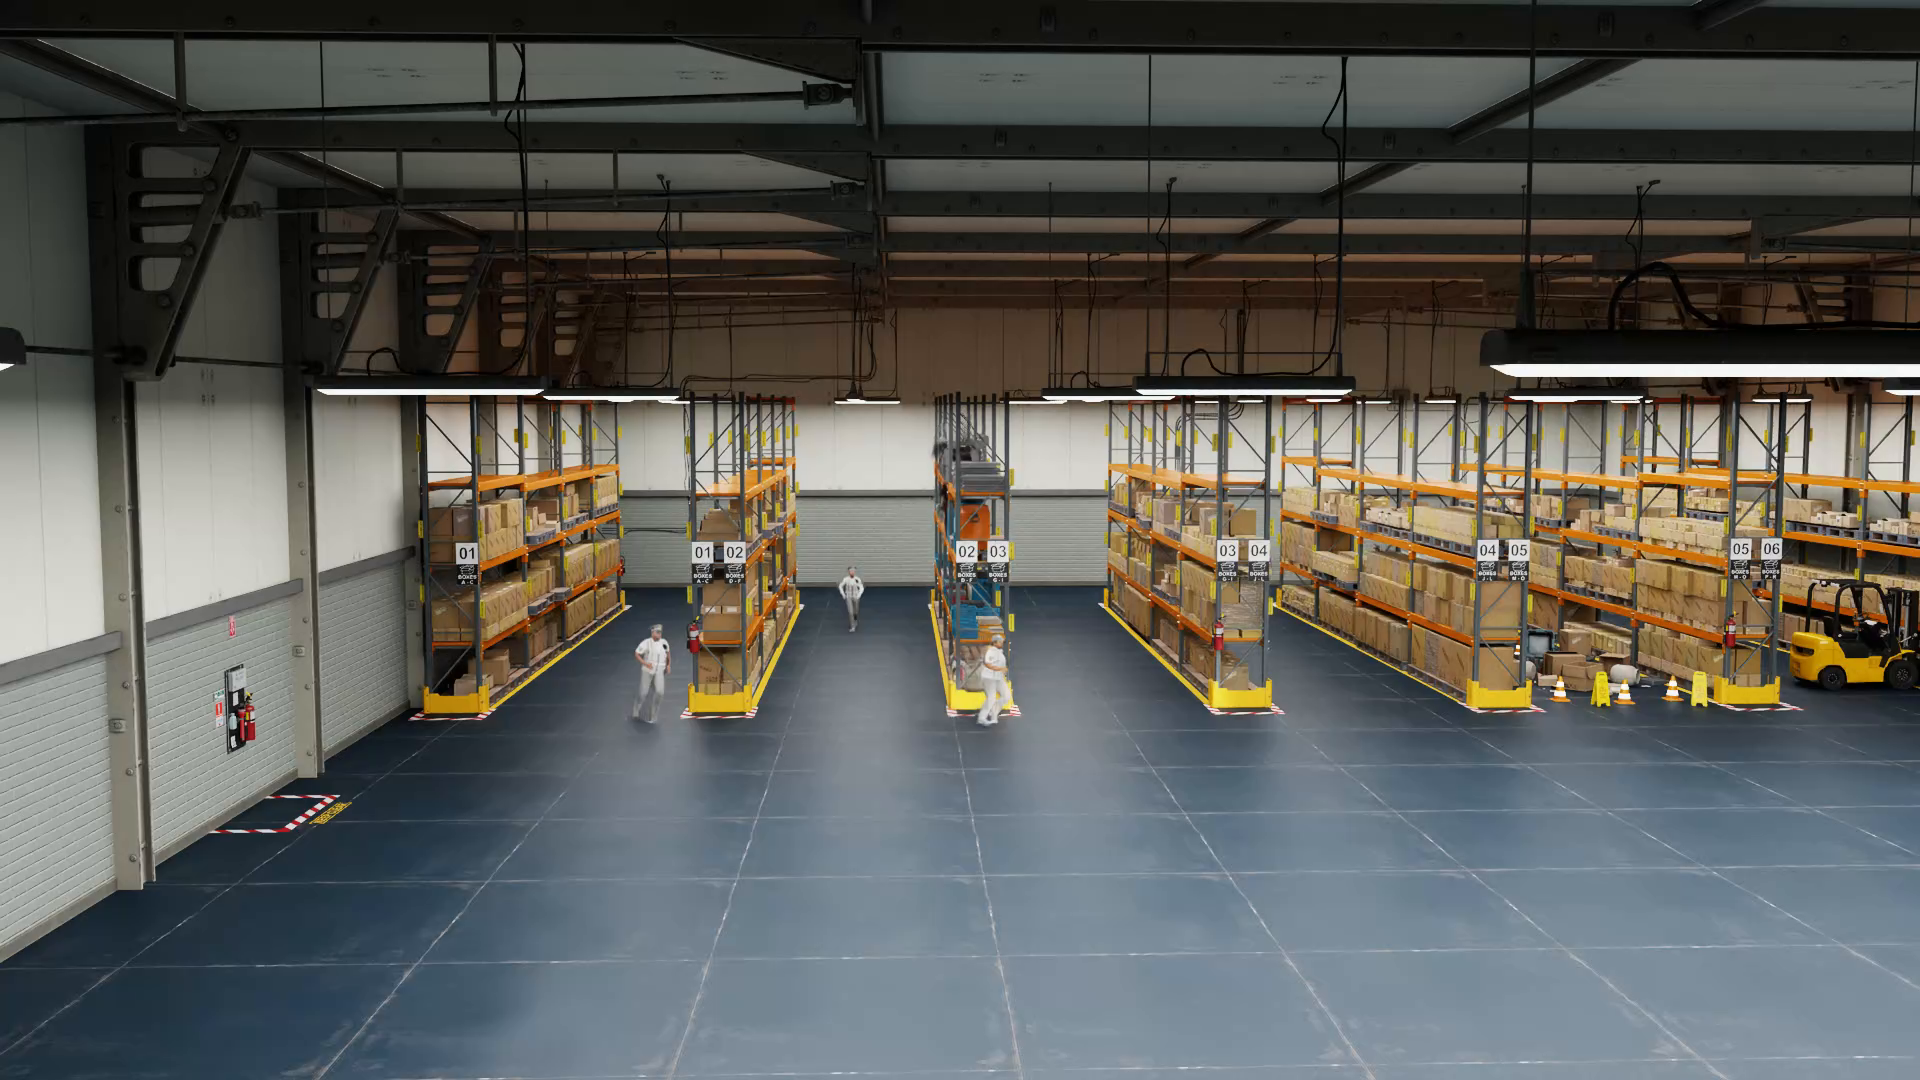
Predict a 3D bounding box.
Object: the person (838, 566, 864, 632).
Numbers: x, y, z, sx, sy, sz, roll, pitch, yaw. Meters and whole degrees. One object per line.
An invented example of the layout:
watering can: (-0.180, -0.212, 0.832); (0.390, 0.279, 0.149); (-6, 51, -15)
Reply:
person: (-2.782, 1.488, 42.584); (0.646, 1.671, 0.710); (-1, 5, -10)

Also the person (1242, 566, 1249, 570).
person: (8.076, 0.997, 48.318); (0.751, 1.700, 1.003); (4, 6, 38)

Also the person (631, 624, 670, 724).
person: (-5.599, 2.435, 30.362); (0.744, 1.816, 0.765); (-2, 5, -28)

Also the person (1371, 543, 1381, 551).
person: (12.328, 0.943, 49.197); (0.853, 1.698, 0.622); (0, 5, 5)

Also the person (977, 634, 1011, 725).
person: (0.656, 2.503, 29.850); (0.680, 1.620, 0.635); (3, 5, 29)
